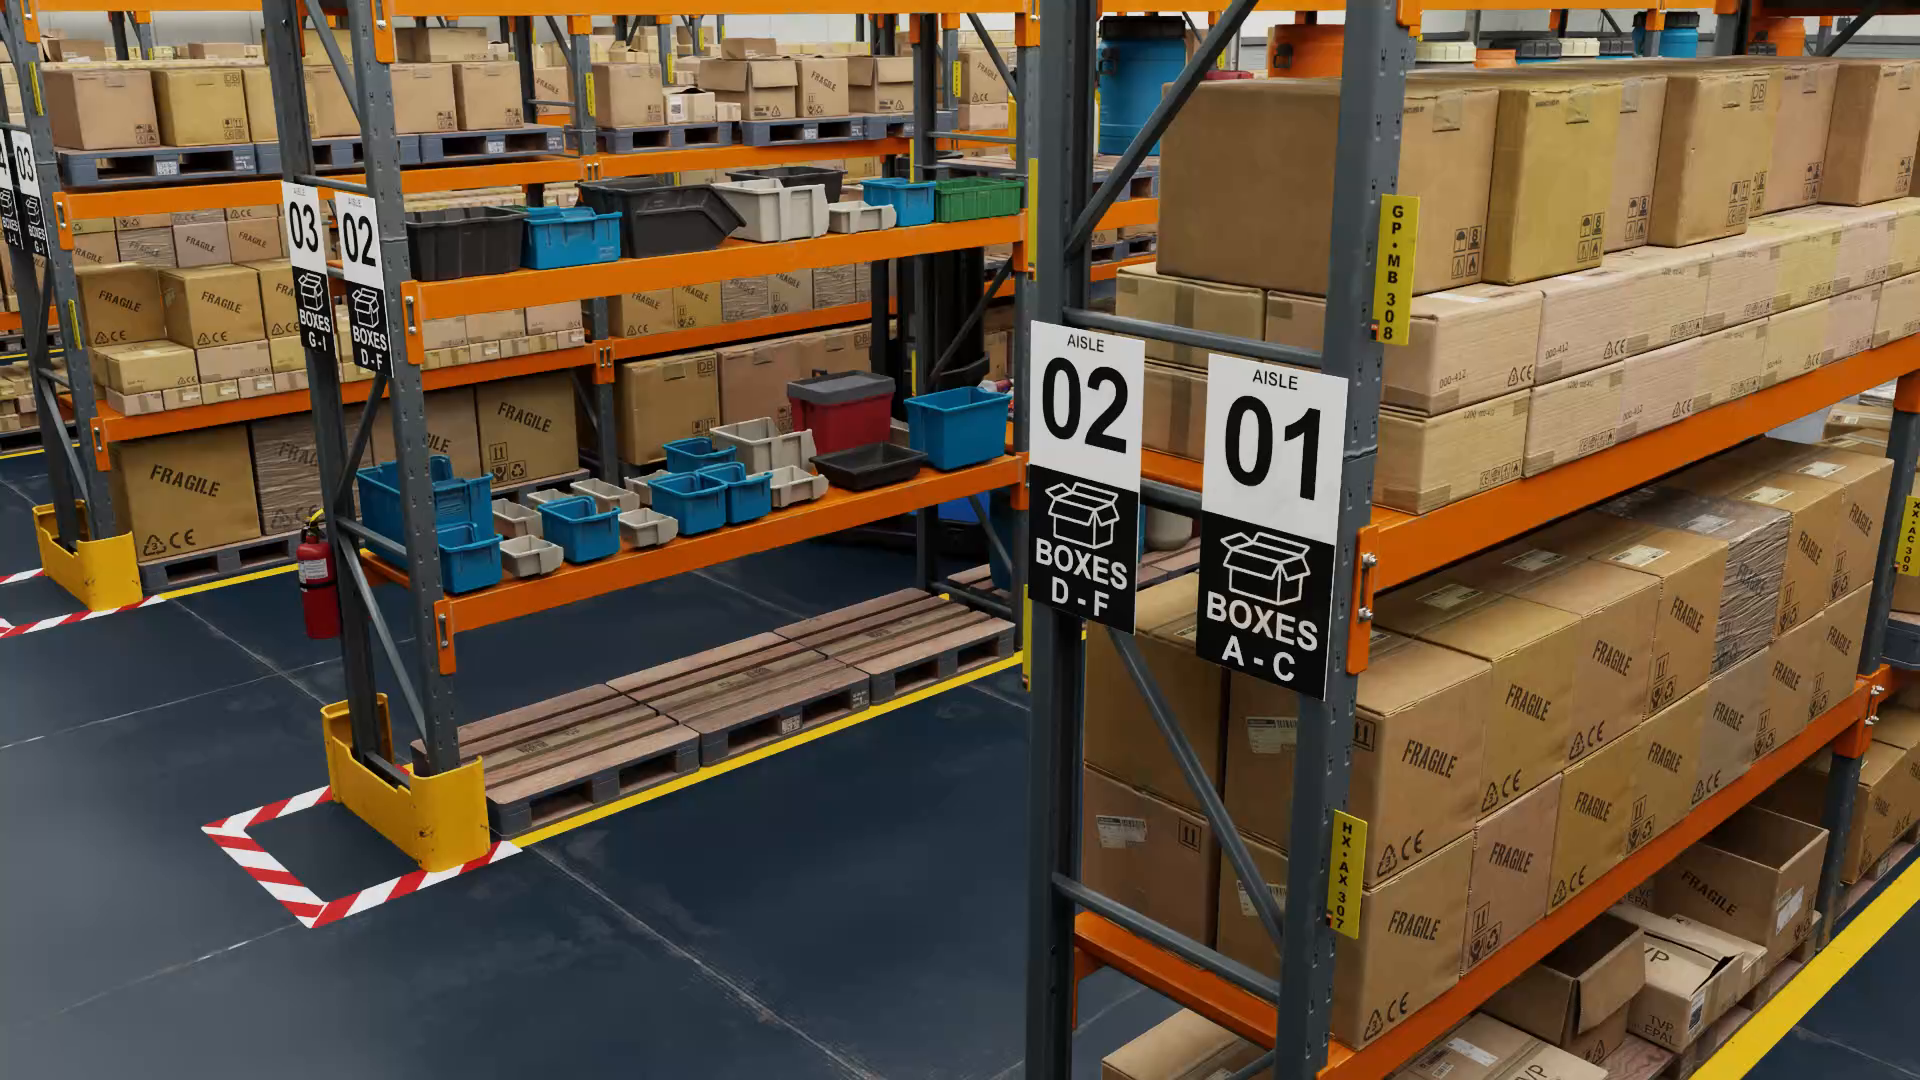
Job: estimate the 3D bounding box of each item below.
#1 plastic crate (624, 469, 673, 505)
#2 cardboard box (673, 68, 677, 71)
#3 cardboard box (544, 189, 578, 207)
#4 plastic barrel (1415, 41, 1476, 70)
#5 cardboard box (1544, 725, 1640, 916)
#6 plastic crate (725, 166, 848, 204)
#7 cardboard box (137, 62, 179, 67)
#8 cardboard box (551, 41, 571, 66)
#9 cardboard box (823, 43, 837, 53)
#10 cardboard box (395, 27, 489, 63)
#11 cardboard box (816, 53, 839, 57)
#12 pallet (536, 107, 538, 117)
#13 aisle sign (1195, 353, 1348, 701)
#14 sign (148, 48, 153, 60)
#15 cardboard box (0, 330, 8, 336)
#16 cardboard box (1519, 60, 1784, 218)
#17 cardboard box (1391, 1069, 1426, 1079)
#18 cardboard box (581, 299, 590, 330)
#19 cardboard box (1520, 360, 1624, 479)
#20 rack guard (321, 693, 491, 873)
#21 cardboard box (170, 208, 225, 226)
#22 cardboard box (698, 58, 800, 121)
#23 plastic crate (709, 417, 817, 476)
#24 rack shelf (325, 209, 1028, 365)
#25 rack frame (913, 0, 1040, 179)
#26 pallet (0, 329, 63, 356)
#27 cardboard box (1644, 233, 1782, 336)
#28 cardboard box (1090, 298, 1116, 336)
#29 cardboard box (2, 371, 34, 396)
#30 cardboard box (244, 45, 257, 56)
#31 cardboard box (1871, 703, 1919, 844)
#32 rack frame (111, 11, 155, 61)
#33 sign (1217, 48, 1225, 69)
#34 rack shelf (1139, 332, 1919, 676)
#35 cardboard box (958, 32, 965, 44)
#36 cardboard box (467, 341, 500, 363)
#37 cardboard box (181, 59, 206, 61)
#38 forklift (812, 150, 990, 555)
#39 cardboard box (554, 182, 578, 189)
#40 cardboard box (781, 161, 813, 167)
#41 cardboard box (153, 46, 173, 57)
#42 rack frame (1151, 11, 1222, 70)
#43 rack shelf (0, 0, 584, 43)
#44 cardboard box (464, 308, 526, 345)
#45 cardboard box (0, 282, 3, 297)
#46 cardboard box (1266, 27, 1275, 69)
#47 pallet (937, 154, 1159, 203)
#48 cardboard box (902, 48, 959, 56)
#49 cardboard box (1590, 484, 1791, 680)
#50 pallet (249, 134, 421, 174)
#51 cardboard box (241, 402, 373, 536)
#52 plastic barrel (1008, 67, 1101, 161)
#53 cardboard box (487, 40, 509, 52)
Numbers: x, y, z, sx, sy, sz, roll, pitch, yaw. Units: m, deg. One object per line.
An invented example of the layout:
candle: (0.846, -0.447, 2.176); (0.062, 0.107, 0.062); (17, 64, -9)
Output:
plastic crate: (-1.737, -0.293, 9.354); (0.250, 0.136, 0.298); (-16, 24, -41)
cardboard box: (-3.454, -5.664, 20.263); (0.250, 0.166, 0.380); (-16, 24, -41)
cardboard box: (-4.524, -3.866, 18.807); (0.250, 0.149, 0.380); (-16, 24, -41)
plastic barrel: (3.745, -3.473, 13.155); (0.600, 0.901, 0.600); (0, 18, 0)
cardboard box: (1.828, 0.825, 5.413); (0.500, 0.500, 0.500); (-16, 24, -41)
plastic crate: (-0.998, -1.997, 9.630); (0.590, 0.269, 0.497); (-16, 24, -41)
cardboard box: (-7.606, -4.453, 15.778); (0.250, 0.149, 0.380); (-16, 24, -41)
cardboard box: (-4.596, -5.630, 19.219); (0.258, 0.266, 0.396); (-16, 24, -41)
cardboard box: (-2.231, -8.060, 27.232); (0.250, 0.149, 0.380); (-16, 24, -41)
cardboard box: (-3.998, -3.825, 12.834); (0.500, 0.250, 0.500); (16, 24, 40)
cardboard box: (-2.326, -7.819, 27.134); (0.500, 0.250, 0.500); (-15, 23, -39)
pallet: (-5.371, -4.742, 18.188); (1.003, 0.211, 1.213); (-16, 24, -41)
aisle sign: (0.739, -0.032, 4.005); (0.004, 0.787, 0.394); (-16, 24, -41)
sign: (-9.736, -5.752, 20.030); (0.005, 0.325, 0.100); (-16, 24, -41)
cardboard box: (-11.955, -2.657, 19.788); (0.875, 0.438, 0.875); (-15, 24, -39)
cardboard box: (2.346, -1.380, 5.732); (0.500, 0.500, 0.700); (-16, 24, -41)
cardboard box: (1.540, 2.065, 5.496); (0.500, 0.250, 0.500); (-16, 24, -41)
cardboard box: (-3.158, -2.152, 14.597); (0.500, 0.500, 0.500); (-16, 24, -41)
cardboard box: (1.507, -0.386, 4.692); (0.500, 0.250, 0.500); (-16, 24, -41)
rack guard: (-2.822, 1.210, 8.441); (0.348, 0.500, 1.175); (-16, 24, -41)
cardboard box: (-7.554, -3.366, 16.236); (0.500, 0.500, 0.500); (-15, 24, -39)
cardboard box: (-1.874, -4.030, 14.839); (0.637, 0.503, 0.797); (-17, 24, -42)
plastic crate: (-1.143, -0.524, 9.833); (0.530, 0.282, 0.437); (-16, 24, -41)
rack shelf: (-1.361, -1.495, 9.036); (4.000, 0.370, 1.077); (-16, 24, -41)
rack frame: (0.093, -3.688, 9.769); (0.127, 3.000, 1.000); (-16, 24, -41)
pallet: (-11.612, -2.435, 20.153); (1.213, 0.211, 1.003); (-16, 24, -41)
cardboard box: (2.232, -0.837, 5.270); (0.500, 0.250, 0.500); (-16, 24, -41)
cardboard box: (1.682, -2.438, 18.979); (0.500, 0.500, 0.700); (-16, 24, -41)
cardboard box: (-8.819, -1.477, 15.652); (0.250, 0.149, 0.380); (-16, 24, -40)
cardboard box: (-11.094, -7.572, 25.727); (0.380, 0.149, 0.250); (17, 25, 42)
cardboard box: (4.392, 1.093, 8.090); (0.500, 0.500, 0.500); (-16, 24, -40)
rack frame: (-10.119, -7.019, 20.042); (0.127, 3.000, 1.000); (-16, 24, -41)
sign: (2.887, -5.376, 18.362); (0.005, 0.325, 0.100); (-16, 24, -41)
rack shelf: (2.040, -0.384, 5.609); (4.000, 0.370, 1.077); (-16, 24, -41)
cardboard box: (-0.149, -6.762, 22.384); (0.250, 0.149, 0.380); (-17, 24, -41)
cardboard box: (-3.867, -1.523, 13.227); (0.250, 0.149, 0.380); (-16, 24, -40)
cardboard box: (-7.607, -4.692, 16.515); (0.380, 0.149, 0.250); (17, 25, 42)
forklift: (-0.623, -1.496, 12.848); (3.031, 2.935, 1.130); (7, 19, 22)
cardboard box: (-4.582, -4.125, 19.606); (0.250, 0.149, 0.380); (-16, 24, -41)
cardboard box: (-2.296, -4.866, 21.346); (0.500, 0.500, 0.700); (-17, 24, -41)
cardboard box: (-11.935, -7.277, 24.785); (0.250, 0.149, 0.380); (-16, 24, -41)
rack frame: (2.503, -6.493, 18.421); (0.127, 3.000, 1.000); (-16, 24, -41)
rack shelf: (-4.764, -3.842, 12.058); (4.000, 0.370, 1.077); (-16, 24, -41)
cardboard box: (-3.825, -1.752, 13.285); (0.500, 0.250, 0.500); (-15, 23, -39)
cardboard box: (-9.035, -2.452, 15.039); (0.500, 0.500, 0.500); (-15, 23, -38)
cardboard box: (4.145, -6.087, 20.576); (0.500, 0.500, 0.500); (-16, 24, -41)
pallet: (0.595, -2.359, 10.841); (1.003, 0.211, 1.213); (-16, 24, -41)
cardboard box: (-0.229, -4.661, 16.662); (0.500, 0.500, 0.500); (-15, 24, -39)
cardboard box: (2.567, 0.134, 5.923); (0.500, 0.500, 0.500); (-16, 24, -40)
pallet: (-4.798, -2.901, 12.348); (1.213, 0.211, 1.003); (-16, 24, -41)
cardboard box: (-5.145, -0.632, 12.835); (0.875, 0.875, 0.875); (-16, 24, -41)
plastic barrel: (0.616, -2.789, 10.875); (0.600, 0.588, 0.600); (0, 18, 0)
cardboard box: (-8.077, -8.396, 28.454); (0.500, 0.311, 0.500); (17, 25, 42)
